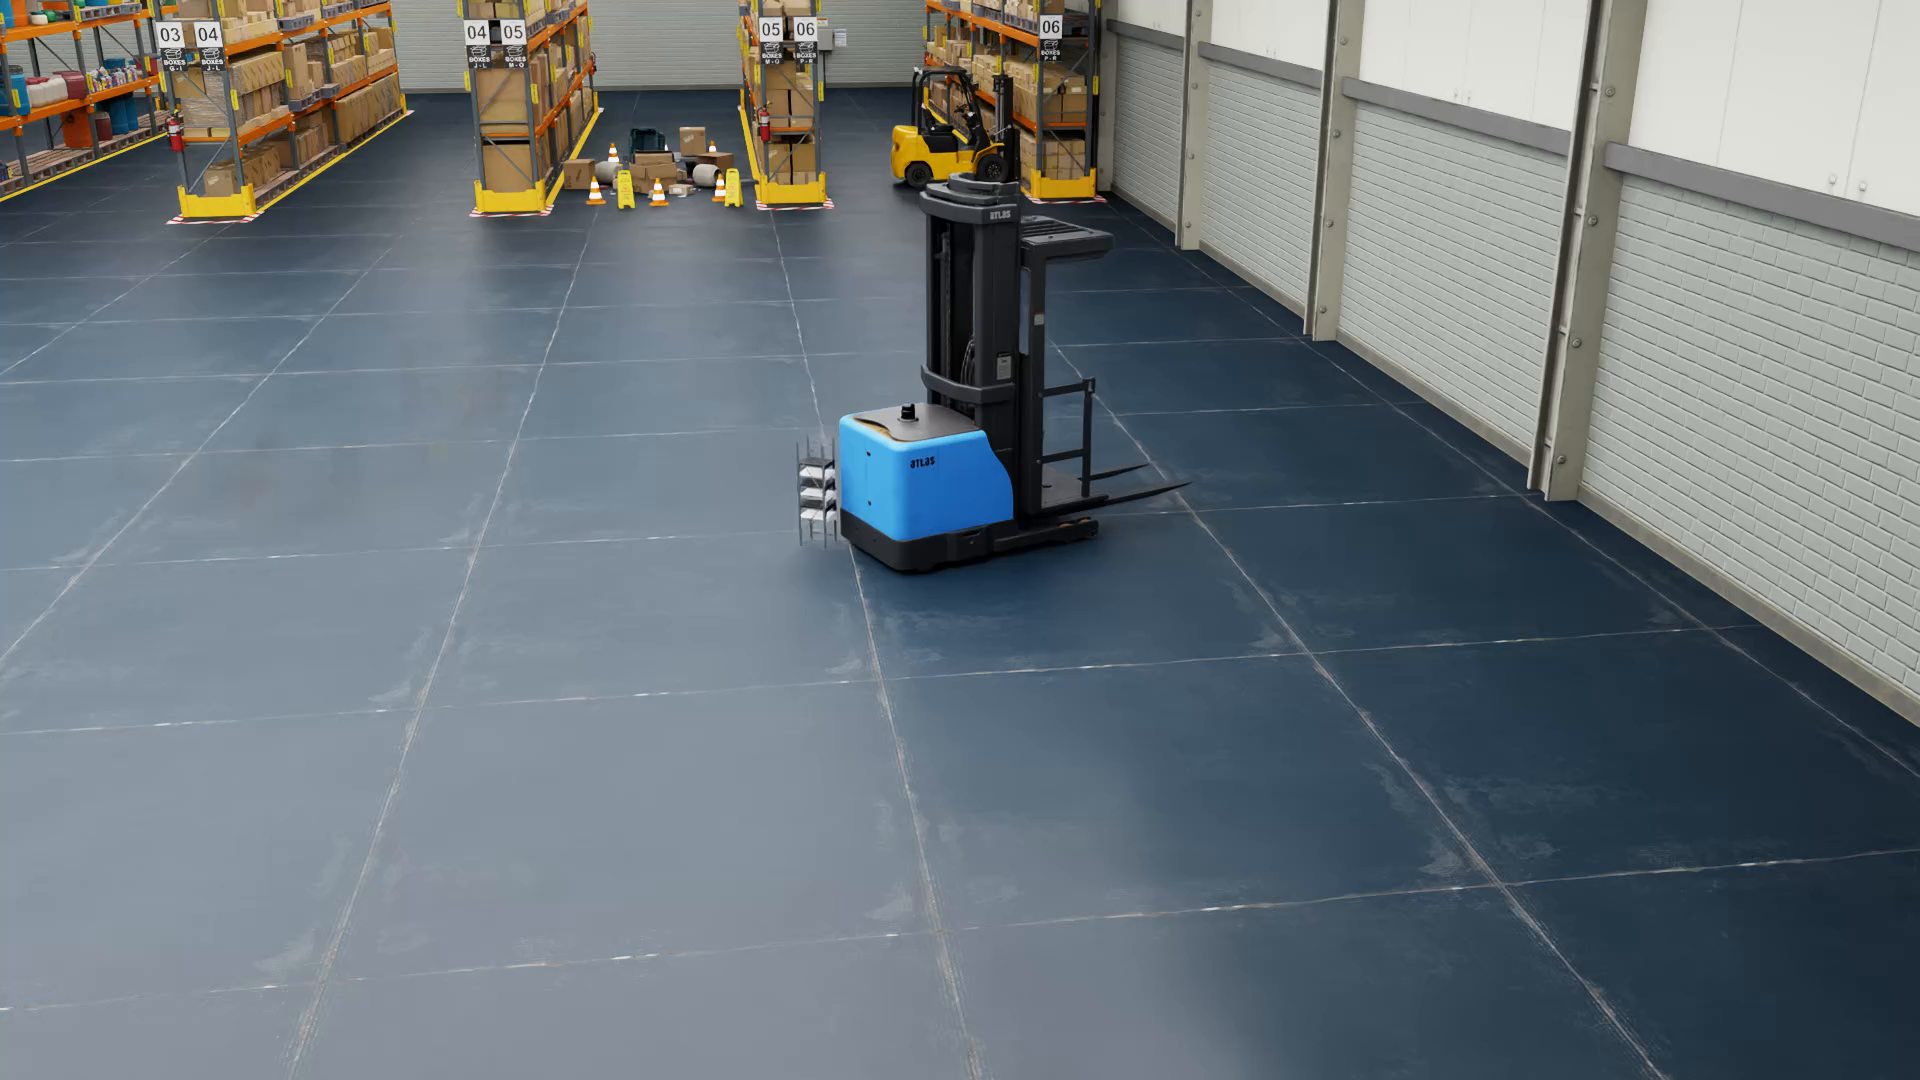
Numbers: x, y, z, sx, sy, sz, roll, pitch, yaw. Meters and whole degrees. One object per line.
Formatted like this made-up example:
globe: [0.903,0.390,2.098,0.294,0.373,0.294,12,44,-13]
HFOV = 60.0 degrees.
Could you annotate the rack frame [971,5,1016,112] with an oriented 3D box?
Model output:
rack frame: [0.749,-10.537,37.641,1.000,3.000,0.127,-3,21,-8]

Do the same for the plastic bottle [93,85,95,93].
plastic bottle: [-18.616,-9.684,35.642,0.097,0.201,0.097,0,20,0]

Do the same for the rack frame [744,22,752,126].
rack frame: [-4.739,-11.670,40.676,1.000,3.000,0.127,-3,21,-8]

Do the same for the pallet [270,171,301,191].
pallet: [-13.261,-6.864,31.792,1.003,0.211,1.213,-3,21,-8]

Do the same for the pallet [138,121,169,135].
pallet: [-19.591,-9.867,39.833,1.003,0.211,1.213,-3,21,-8]

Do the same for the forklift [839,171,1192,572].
forklift: [0.546,-1.490,13.515,3.031,2.935,1.130,-12,24,-29]

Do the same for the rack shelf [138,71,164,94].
rack shelf: [-19.735,-11.276,40.649,1.077,0.370,4.000,-3,21,-8]

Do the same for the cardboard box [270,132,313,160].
cardboard box: [-13.591,-8.009,33.817,0.700,0.500,0.500,-5,21,-12]

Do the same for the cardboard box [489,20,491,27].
cardboard box: [-8.312,-8.947,28.714,0.380,0.149,0.250,-3,21,-7]

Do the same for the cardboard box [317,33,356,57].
cardboard box: [-14.445,-11.467,38.554,0.797,0.503,0.637,-3,21,-9]

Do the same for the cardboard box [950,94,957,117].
cardboard box: [0.019,-10.769,41.235,0.500,0.500,0.500,-2,21,-5]

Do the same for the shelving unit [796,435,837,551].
shelving unit: [-1.158,-0.379,13.444,0.258,0.900,0.210,7,22,18]

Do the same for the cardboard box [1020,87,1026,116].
cardboard box: [1.431,-8.329,31.586,0.500,0.500,0.500,-3,21,-9]

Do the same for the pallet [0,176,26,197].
pallet: [-18.238,-6.610,31.112,1.003,0.211,1.213,-3,21,-8]

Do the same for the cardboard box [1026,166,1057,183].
cardboard box: [1.522,-6.823,31.026,0.500,0.250,0.500,-3,21,-7]

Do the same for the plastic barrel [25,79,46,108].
plastic barrel: [-18.320,-8.811,32.825,0.433,0.535,0.433,0,20,0]

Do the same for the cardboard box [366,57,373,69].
cardboard box: [-14.354,-11.416,39.783,0.500,0.250,0.500,-3,21,-9]

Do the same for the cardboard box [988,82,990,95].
cardboard box: [0.875,-9.591,35.321,0.500,0.250,0.500,-3,21,-7]

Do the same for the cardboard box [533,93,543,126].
cardboard box: [-8.049,-7.817,30.144,0.875,0.550,0.550,-3,21,-8]

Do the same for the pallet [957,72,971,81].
pallet: [0.582,-10.678,38.294,1.213,0.211,1.003,-3,21,-8]

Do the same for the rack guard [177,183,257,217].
rack guard: [-12.827,-5.871,28.721,1.175,0.500,0.348,-3,21,-8]

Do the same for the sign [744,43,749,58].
sign: [-4.711,-10.799,36.687,0.100,0.325,0.005,-3,21,-8]

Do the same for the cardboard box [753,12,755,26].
cardboard box: [-3.576,-9.682,30.854,0.500,0.250,0.500,-3,21,-7]

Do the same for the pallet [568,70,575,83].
pallet: [-9.372,-10.594,38.069,1.003,0.211,1.213,-3,21,-8]

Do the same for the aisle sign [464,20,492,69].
aisle sign: [-8.180,-8.409,28.228,0.394,0.787,0.004,-3,21,-8]

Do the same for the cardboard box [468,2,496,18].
cardboard box: [-8.240,-9.104,28.564,0.500,0.250,0.500,-3,21,-7]

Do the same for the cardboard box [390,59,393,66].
cardboard box: [-14.671,-12.154,42.329,0.380,0.149,0.250,-3,21,-8]

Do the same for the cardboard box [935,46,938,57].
cardboard box: [-0.362,-12.680,43.167,0.500,0.250,0.500,-3,21,-9]

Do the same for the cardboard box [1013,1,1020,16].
cardboard box: [1.239,-10.209,31.924,0.396,0.266,0.258,-3,21,-9]

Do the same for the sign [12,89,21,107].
sign: [-17.748,-8.305,31.268,0.100,0.325,0.005,-3,21,-8]

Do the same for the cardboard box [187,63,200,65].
cardboard box: [-13.217,-8.021,28.908,0.500,0.500,0.500,-3,21,-8]

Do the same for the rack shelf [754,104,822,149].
rack shelf: [-3.298,-7.871,31.532,1.077,0.370,4.000,-3,21,-8]

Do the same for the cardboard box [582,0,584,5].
cardboard box: [-9.637,-13.430,41.313,0.500,0.250,0.500,-2,21,-5]

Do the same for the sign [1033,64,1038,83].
sign: [1.363,-8.398,29.921,0.100,0.325,0.005,-3,21,-8]

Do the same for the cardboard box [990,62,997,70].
cardboard box: [0.843,-10.051,35.270,0.380,0.149,0.250,-3,21,-7]

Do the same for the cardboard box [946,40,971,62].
cardboard box: [0.020,-11.987,40.780,0.700,0.500,0.500,-2,21,-6]

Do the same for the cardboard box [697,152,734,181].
cardboard box: [-4.778,-7.291,32.520,0.500,0.500,0.500,12,24,29]

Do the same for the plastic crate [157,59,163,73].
plastic crate: [-19.485,-11.431,40.119,0.437,0.282,0.530,-3,21,-8]

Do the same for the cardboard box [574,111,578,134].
cardboard box: [-8.972,-9.458,37.725,0.500,0.500,0.500,-3,21,-7]

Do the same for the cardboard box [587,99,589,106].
cardboard box: [-9.591,-11.061,42.093,0.380,0.149,0.250,-3,21,-7]

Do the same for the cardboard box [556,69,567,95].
cardboard box: [-8.645,-9.733,35.344,0.500,0.500,0.500,-3,21,-8]

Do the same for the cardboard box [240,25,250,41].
cardboard box: [-12.778,-8.881,29.133,0.500,0.250,0.500,-3,21,-8]

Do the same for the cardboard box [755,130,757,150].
cardboard box: [-3.873,-8.537,35.442,0.950,0.372,0.625,-2,21,-6]

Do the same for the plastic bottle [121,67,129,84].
plastic bottle: [-18.964,-10.532,37.698,0.144,0.351,0.185,-3,21,-8]

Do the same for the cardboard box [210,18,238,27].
cardboard box: [-12.696,-8.918,28.665,0.380,0.149,0.250,-2,21,-6]

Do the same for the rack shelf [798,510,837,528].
rack shelf: [-1.158,-0.179,13.519,0.258,0.077,0.200,7,22,18]

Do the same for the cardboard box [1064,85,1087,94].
cardboard box: [2.110,-8.249,30.444,0.380,0.149,0.250,-3,21,-9]

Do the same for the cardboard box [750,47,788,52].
cardboard box: [-3.737,-9.392,32.578,0.700,0.500,0.500,-3,21,-8]

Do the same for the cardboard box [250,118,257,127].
cardboard box: [-12.808,-7.441,29.712,0.380,0.149,0.250,-3,21,-8]
